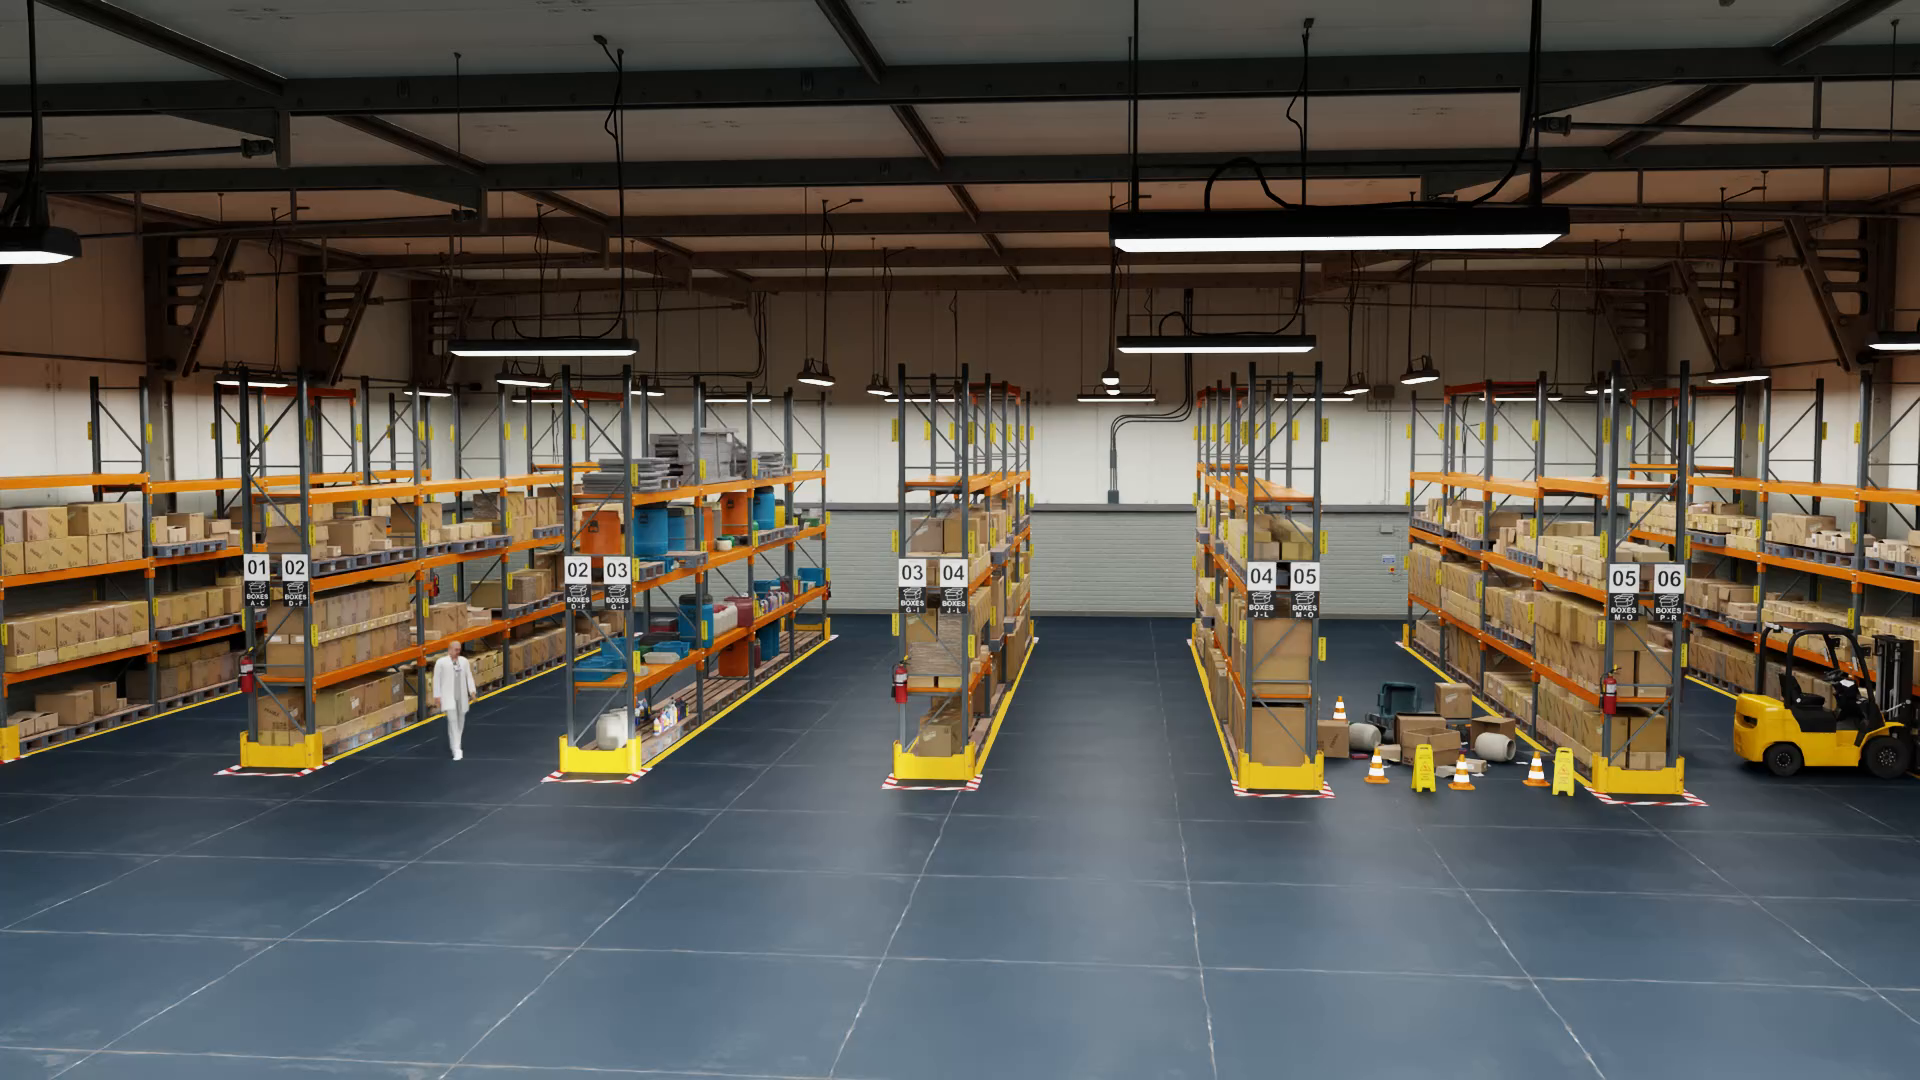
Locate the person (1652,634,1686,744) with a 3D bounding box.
[{"bbox_3d":[11.413,2.429,26.695,0.565,1.834,0.607,0,4,1],"label":"person"}]

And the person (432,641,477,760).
[{"bbox_3d":[-7.813,2.479,25.878,0.604,1.794,0.858,-3,5,-43],"label":"person"}]
